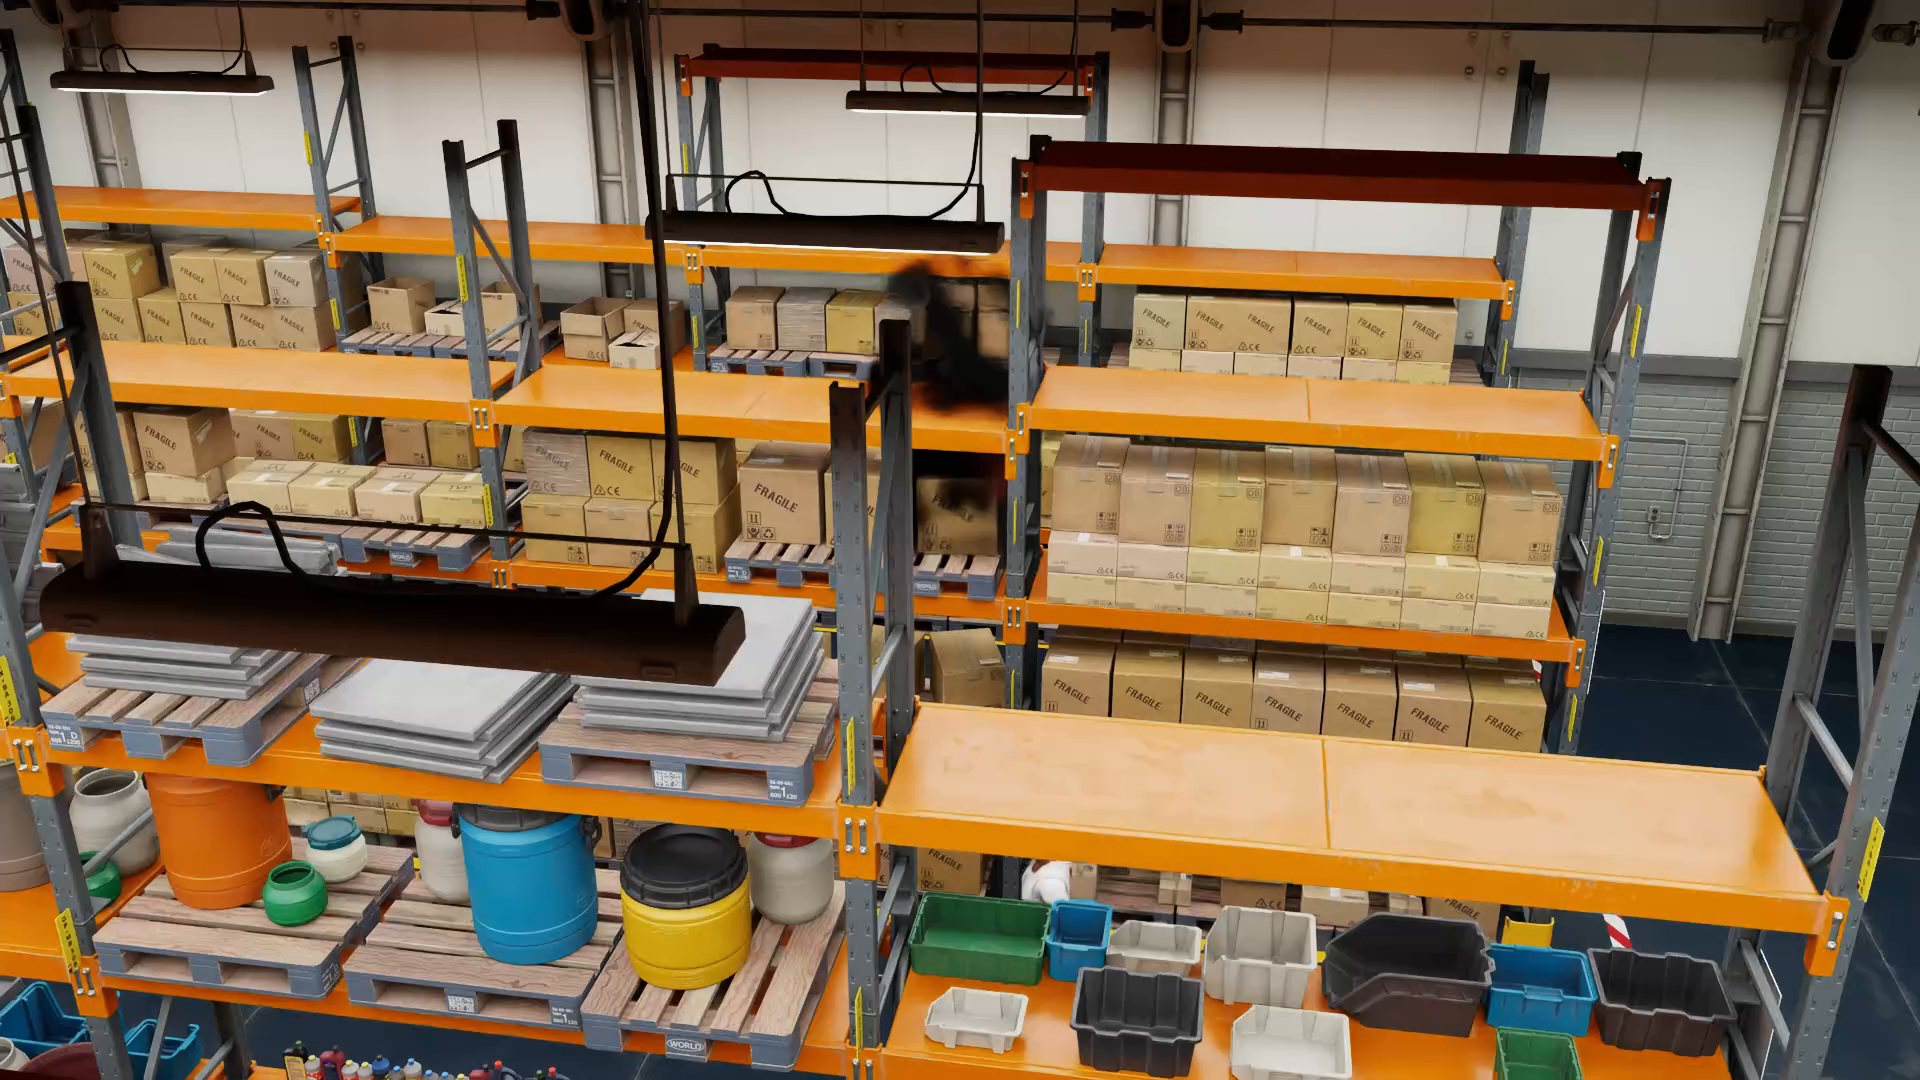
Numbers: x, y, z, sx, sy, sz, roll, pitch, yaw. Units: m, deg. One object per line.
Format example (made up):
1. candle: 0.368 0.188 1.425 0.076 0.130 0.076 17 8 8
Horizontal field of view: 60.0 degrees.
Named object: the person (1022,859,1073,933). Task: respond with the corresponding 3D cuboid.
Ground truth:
1. person: 0.635 2.640 11.216 0.685 1.741 0.683 0 23 0
